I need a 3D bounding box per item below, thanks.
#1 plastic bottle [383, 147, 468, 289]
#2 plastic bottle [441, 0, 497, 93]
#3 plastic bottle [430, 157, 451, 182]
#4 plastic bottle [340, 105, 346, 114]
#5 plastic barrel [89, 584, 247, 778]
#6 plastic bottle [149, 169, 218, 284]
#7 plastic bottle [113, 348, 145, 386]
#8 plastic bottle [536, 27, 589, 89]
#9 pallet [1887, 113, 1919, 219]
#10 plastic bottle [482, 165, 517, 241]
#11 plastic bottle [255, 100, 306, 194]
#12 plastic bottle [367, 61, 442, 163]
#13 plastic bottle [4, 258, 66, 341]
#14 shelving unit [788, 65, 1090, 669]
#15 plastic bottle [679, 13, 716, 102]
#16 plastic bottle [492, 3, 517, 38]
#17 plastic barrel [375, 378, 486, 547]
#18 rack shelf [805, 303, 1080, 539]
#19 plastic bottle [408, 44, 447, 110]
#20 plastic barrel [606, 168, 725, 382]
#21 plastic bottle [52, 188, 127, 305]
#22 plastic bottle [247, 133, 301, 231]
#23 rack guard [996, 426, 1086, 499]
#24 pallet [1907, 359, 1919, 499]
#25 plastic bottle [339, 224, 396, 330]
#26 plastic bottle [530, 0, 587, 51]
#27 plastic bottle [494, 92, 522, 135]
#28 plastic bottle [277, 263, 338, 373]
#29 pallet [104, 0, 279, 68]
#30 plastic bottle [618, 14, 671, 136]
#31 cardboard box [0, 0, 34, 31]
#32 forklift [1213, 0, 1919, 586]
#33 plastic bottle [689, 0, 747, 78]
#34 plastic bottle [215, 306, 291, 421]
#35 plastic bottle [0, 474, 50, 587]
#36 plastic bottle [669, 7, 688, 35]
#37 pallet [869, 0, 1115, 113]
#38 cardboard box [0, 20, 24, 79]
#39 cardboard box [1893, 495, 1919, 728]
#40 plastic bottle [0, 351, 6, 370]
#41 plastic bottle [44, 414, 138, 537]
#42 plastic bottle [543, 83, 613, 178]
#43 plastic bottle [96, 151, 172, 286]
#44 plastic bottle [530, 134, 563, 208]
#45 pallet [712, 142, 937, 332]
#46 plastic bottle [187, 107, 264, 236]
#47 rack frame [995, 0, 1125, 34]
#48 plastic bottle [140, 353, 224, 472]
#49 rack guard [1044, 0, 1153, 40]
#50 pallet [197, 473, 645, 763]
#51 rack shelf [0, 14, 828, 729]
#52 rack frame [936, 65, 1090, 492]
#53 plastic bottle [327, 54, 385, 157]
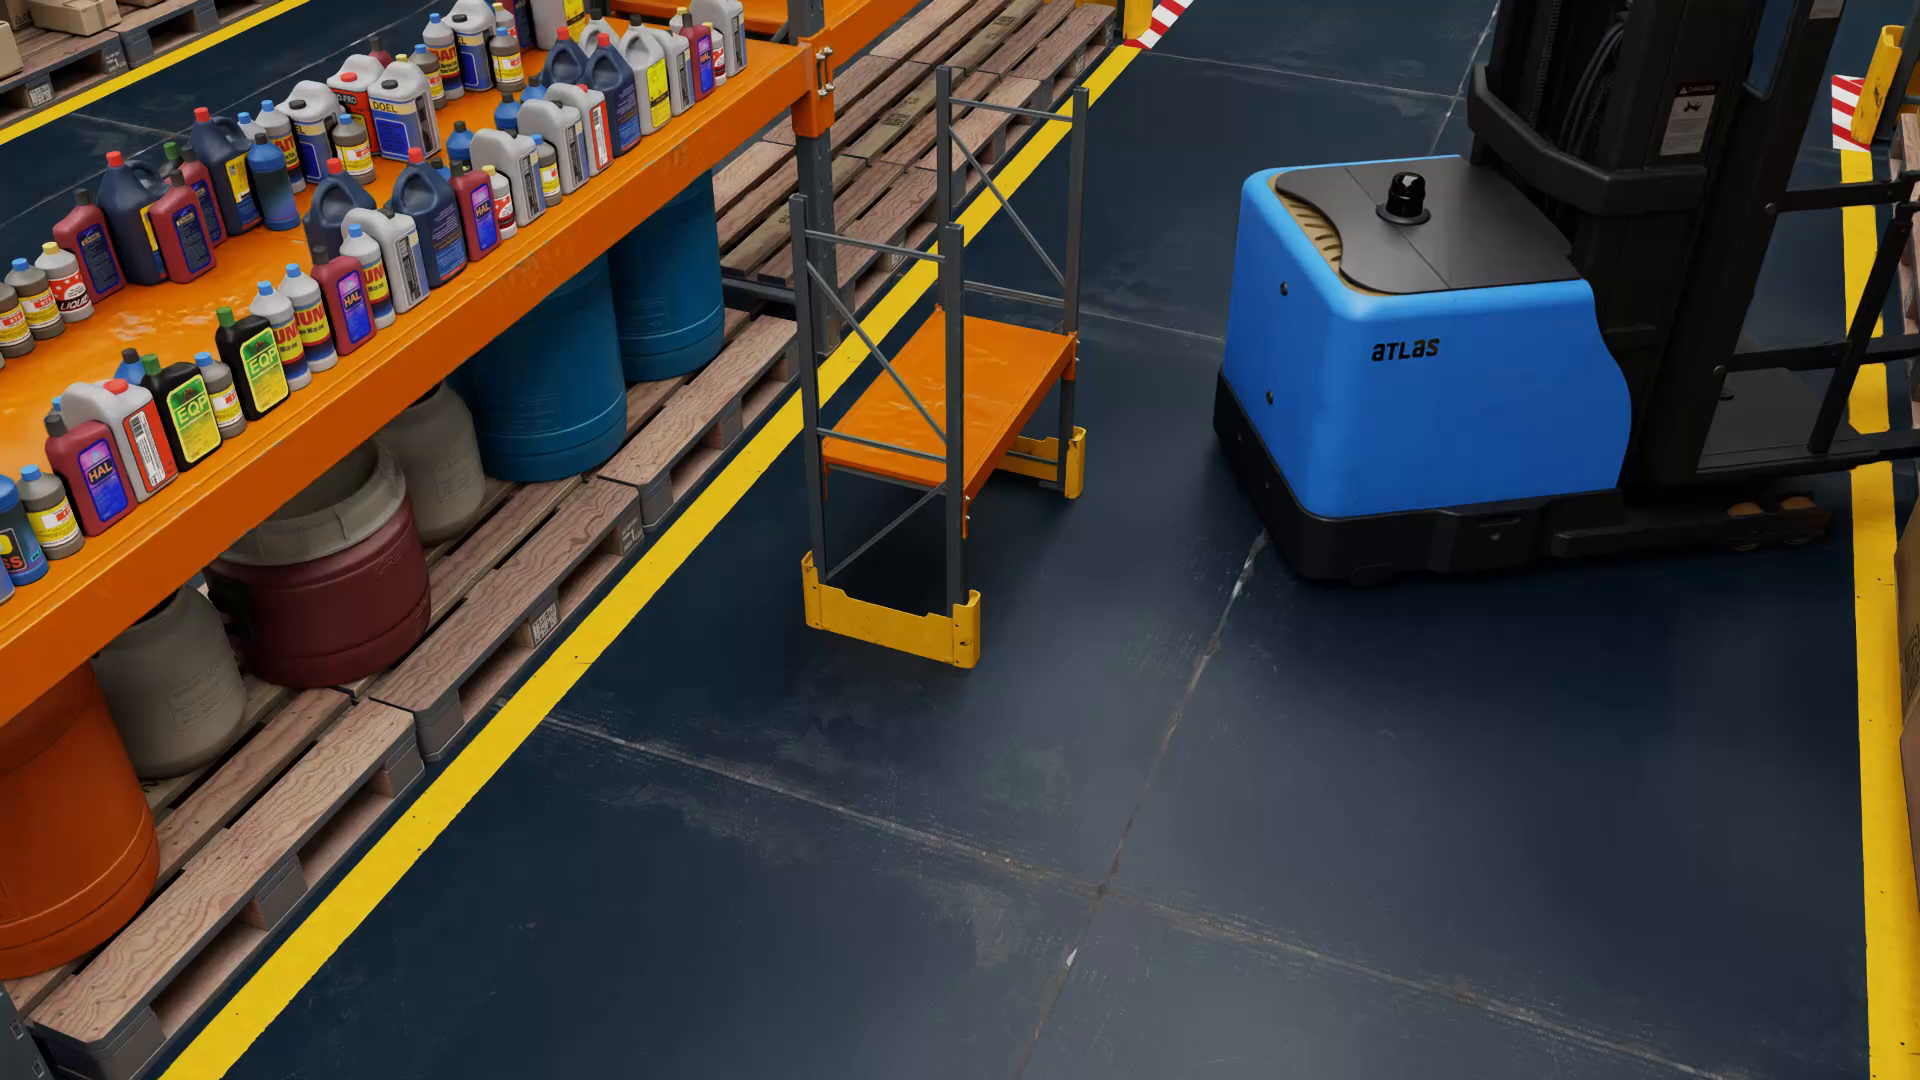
[{"bbox_3d":[-1.439,-0.869,4.449,0.144,0.351,0.185,14,39,18],"label":"plastic bottle"},{"bbox_3d":[-1.641,-1.660,5.570,0.152,0.276,0.135,14,39,18],"label":"plastic bottle"},{"bbox_3d":[-1.420,-0.924,4.588,0.097,0.271,0.097,0,37,0],"label":"plastic bottle"},{"bbox_3d":[-1.923,-1.263,5.100,0.097,0.201,0.097,0,37,0],"label":"plastic bottle"},{"bbox_3d":[-2.193,0.353,4.500,0.421,0.512,0.421,0,37,0],"label":"plastic barrel"},{"bbox_3d":[-2.097,-0.844,4.472,0.061,0.283,0.133,14,39,18],"label":"plastic bottle"},{"bbox_3d":[-1.842,-0.310,3.767,0.097,0.271,0.097,0,37,0],"label":"plastic bottle"},{"bbox_3d":[-1.224,-1.410,5.171,0.144,0.351,0.185,14,39,18],"label":"plastic bottle"},{"bbox_3d":[4.897,-1.591,7.702,1.003,0.211,1.213,14,39,18],"label":"pallet"},{"bbox_3d":[-1.313,-0.956,4.689,0.097,0.201,0.097,0,37,0],"label":"plastic bottle"},{"bbox_3d":[-2.012,-1.162,4.907,0.097,0.271,0.097,0,37,0],"label":"plastic bottle"},{"bbox_3d":[-1.713,-1.316,5.108,0.152,0.276,0.135,14,39,18],"label":"plastic bottle"},{"bbox_3d":[-2.365,-0.620,4.240,0.097,0.201,0.097,0,37,0],"label":"plastic bottle"},{"bbox_3d":[-0.029,-0.559,5.245,0.587,1.500,1.083,14,39,18],"label":"shelving unit"},{"bbox_3d":[-0.870,-1.605,5.489,0.061,0.283,0.133,14,39,18],"label":"plastic bottle"},{"bbox_3d":[-1.585,-1.755,5.758,0.097,0.201,0.097,0,37,0],"label":"plastic bottle"},{"bbox_3d":[-1.763,-0.272,5.336,0.421,0.512,0.421,0,37,0],"label":"plastic barrel"},{"bbox_3d":[-0.032,-0.409,5.345,0.538,0.185,1.000,14,39,18],"label":"rack shelf"},{"bbox_3d":[-1.747,-1.519,5.442,0.097,0.201,0.097,0,37,0],"label":"plastic bottle"},{"bbox_3d":[-1.196,-1.113,6.135,0.600,0.901,0.708,14,39,18],"label":"plastic barrel"},{"bbox_3d":[-2.301,-0.775,4.379,0.061,0.283,0.133,14,39,18],"label":"plastic bottle"},{"bbox_3d":[-1.952,-1.022,4.719,0.097,0.271,0.097,0,37,0],"label":"plastic bottle"},{"bbox_3d":[0.160,-0.334,5.988,0.587,0.250,0.087,14,39,18],"label":"rack guard"},{"bbox_3d":[3.969,-0.240,5.895,1.003,0.211,1.213,14,39,18],"label":"pallet"},{"bbox_3d":[-1.523,-0.679,4.261,0.097,0.271,0.097,0,37,0],"label":"plastic bottle"},{"bbox_3d":[-1.422,-1.919,5.853,0.144,0.351,0.185,14,39,18],"label":"plastic bottle"},{"bbox_3d":[-1.329,-1.201,4.959,0.097,0.271,0.097,0,37,0],"label":"plastic bottle"},{"bbox_3d":[-1.611,-0.552,4.090,0.097,0.271,0.097,0,37,0],"label":"plastic bottle"},{"bbox_3d":[-4.828,-3.153,9.793,1.003,0.211,1.213,14,39,18],"label":"pallet"},{"bbox_3d":[-1.020,-1.479,5.264,0.144,0.351,0.185,14,39,18],"label":"plastic bottle"},{"bbox_3d":[-5.313,-3.107,9.280,0.500,0.311,0.500,14,39,18],"label":"cardboard box"},{"bbox_3d":[2.508,-1.443,5.233,3.031,2.935,1.130,-6,37,-8],"label":"forklift"},{"bbox_3d":[-0.824,-1.741,5.677,0.152,0.276,0.135,14,39,18],"label":"plastic bottle"},{"bbox_3d":[-1.675,-0.434,3.923,0.061,0.283,0.133,14,39,18],"label":"plastic bottle"},{"bbox_3d":[-1.962,-0.040,3.405,0.097,0.271,0.097,0,37,0],"label":"plastic bottle"},{"bbox_3d":[-0.947,-1.729,5.724,0.097,0.201,0.097,0,37,0],"label":"plastic bottle"},{"bbox_3d":[0.199,-2.732,9.229,1.003,0.211,1.213,14,39,18],"label":"pallet"},{"bbox_3d":[-5.193,-2.495,8.461,0.500,0.311,0.500,14,39,18],"label":"cardboard box"},{"bbox_3d":[3.382,0.088,4.551,1.225,0.875,0.875,14,39,18],"label":"cardboard box"},{"bbox_3d":[-2.439,-0.540,4.075,0.097,0.271,0.097,0,37,0],"label":"plastic bottle"},{"bbox_3d":[-1.864,-0.158,3.554,0.061,0.283,0.133,14,39,18],"label":"plastic bottle"},{"bbox_3d":[-1.155,-1.259,5.033,0.152,0.276,0.135,14,39,18],"label":"plastic bottle"},{"bbox_3d":[-2.202,-0.880,4.464,0.144,0.351,0.185,14,39,18],"label":"plastic bottle"},{"bbox_3d":[-1.225,-1.084,4.861,0.097,0.201,0.097,0,37,0],"label":"plastic bottle"},{"bbox_3d":[-0.729,-1.381,7.422,1.003,0.211,1.213,14,39,18],"label":"pallet"},{"bbox_3d":[-2.081,-1.057,4.699,0.144,0.351,0.185,14,39,18],"label":"plastic bottle"},{"bbox_3d":[0.549,-4.297,8.993,1.000,3.000,0.127,14,39,18],"label":"rack frame"},{"bbox_3d":[-1.762,-0.307,3.752,0.061,0.283,0.133,14,39,18],"label":"plastic bottle"},{"bbox_3d":[0.546,-3.312,9.763,1.175,0.500,0.348,14,39,18],"label":"rack guard"},{"bbox_3d":[-1.768,0.130,5.399,1.003,0.211,1.213,14,39,18],"label":"pallet"},{"bbox_3d":[-1.734,-0.687,4.764,1.077,0.370,4.000,14,39,18],"label":"rack shelf"},{"bbox_3d":[0.161,-0.835,5.614,0.500,1.500,0.032,14,39,18],"label":"rack frame"},{"bbox_3d":[-1.854,-1.350,5.155,0.152,0.276,0.135,14,39,18],"label":"plastic bottle"}]
